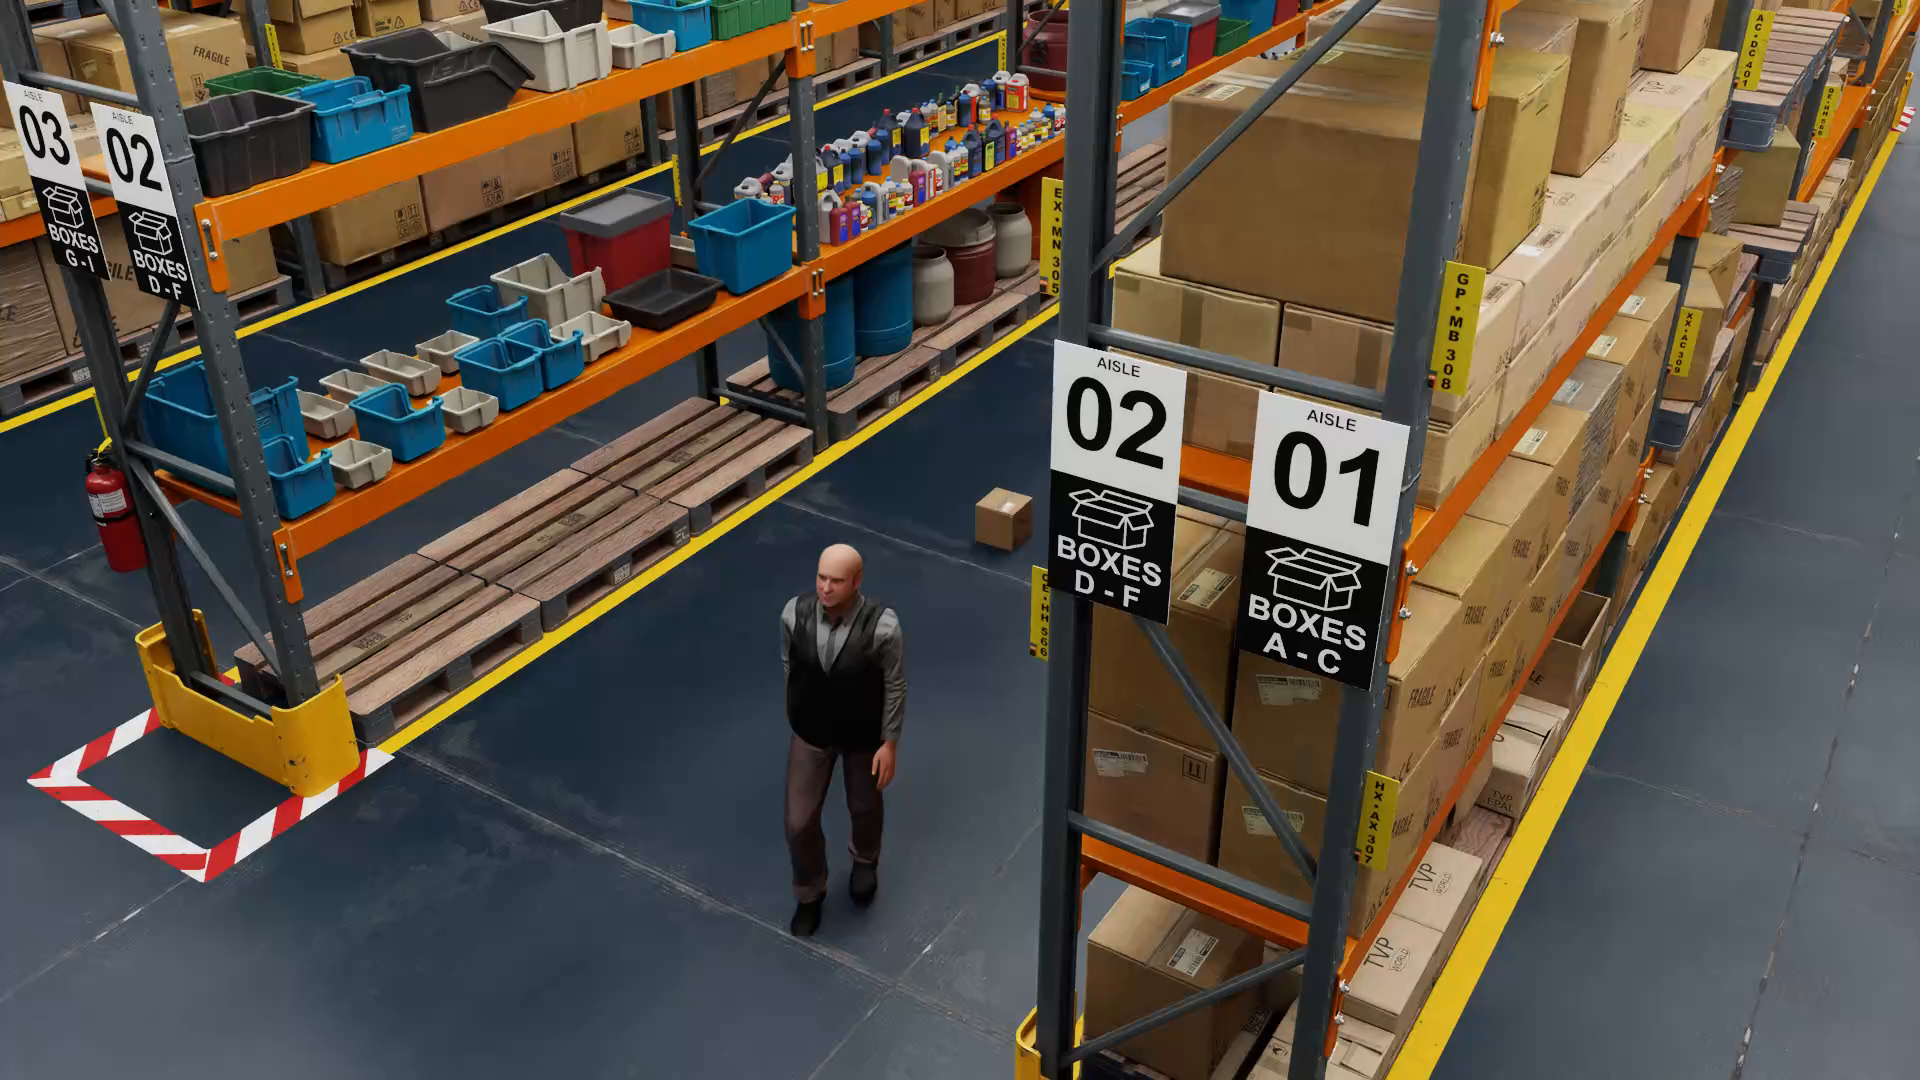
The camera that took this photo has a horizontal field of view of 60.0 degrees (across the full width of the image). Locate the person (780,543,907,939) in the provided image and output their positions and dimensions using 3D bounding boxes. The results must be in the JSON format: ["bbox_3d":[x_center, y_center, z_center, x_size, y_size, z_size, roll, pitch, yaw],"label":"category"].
[{"bbox_3d":[-0.483,0.838,6.809,0.542,1.786,0.554,5,31,8],"label":"person"}]
